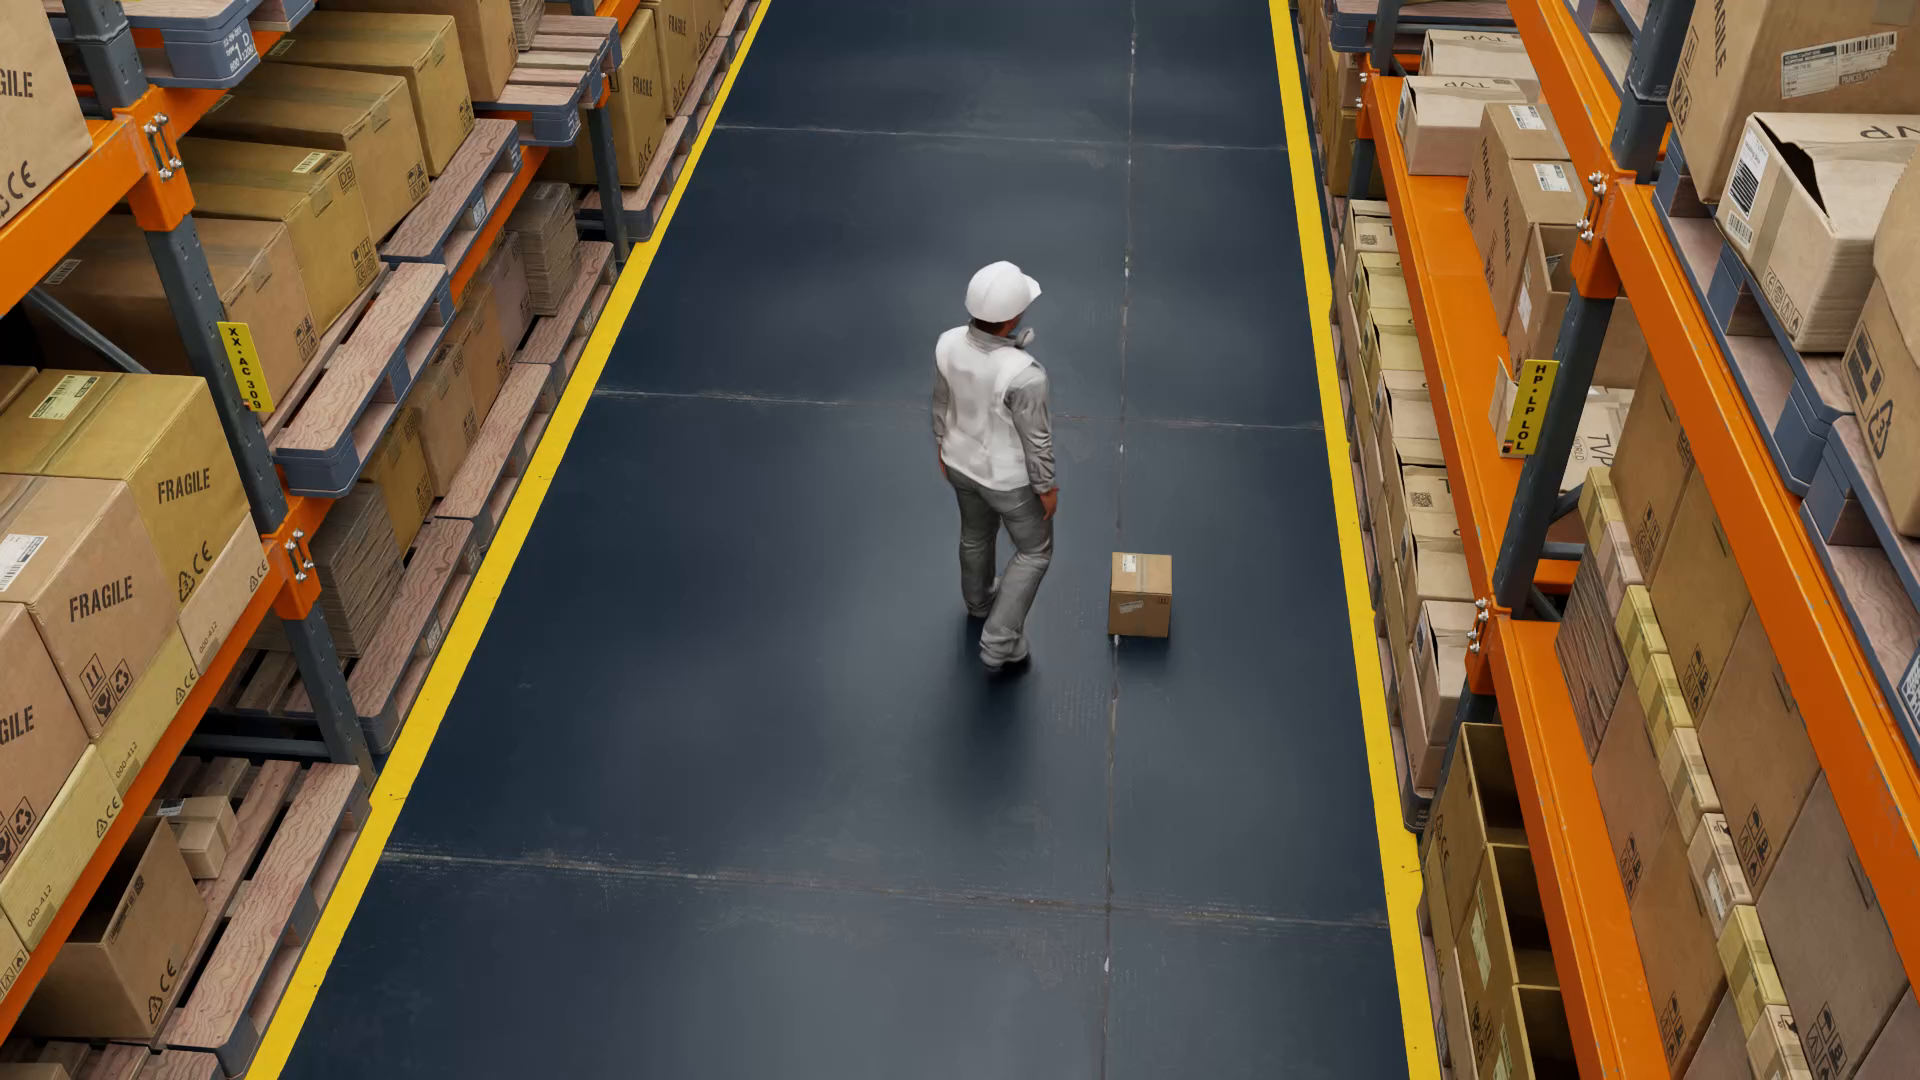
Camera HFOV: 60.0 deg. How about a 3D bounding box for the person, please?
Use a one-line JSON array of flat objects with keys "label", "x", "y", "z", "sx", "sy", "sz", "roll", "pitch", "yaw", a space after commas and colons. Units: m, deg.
[{"label": "person", "x": 0.146, "y": -0.305, "z": 6.496, "sx": 0.575, "sy": 1.773, "sz": 0.586, "roll": 29, "pitch": 48, "yaw": 30}]
